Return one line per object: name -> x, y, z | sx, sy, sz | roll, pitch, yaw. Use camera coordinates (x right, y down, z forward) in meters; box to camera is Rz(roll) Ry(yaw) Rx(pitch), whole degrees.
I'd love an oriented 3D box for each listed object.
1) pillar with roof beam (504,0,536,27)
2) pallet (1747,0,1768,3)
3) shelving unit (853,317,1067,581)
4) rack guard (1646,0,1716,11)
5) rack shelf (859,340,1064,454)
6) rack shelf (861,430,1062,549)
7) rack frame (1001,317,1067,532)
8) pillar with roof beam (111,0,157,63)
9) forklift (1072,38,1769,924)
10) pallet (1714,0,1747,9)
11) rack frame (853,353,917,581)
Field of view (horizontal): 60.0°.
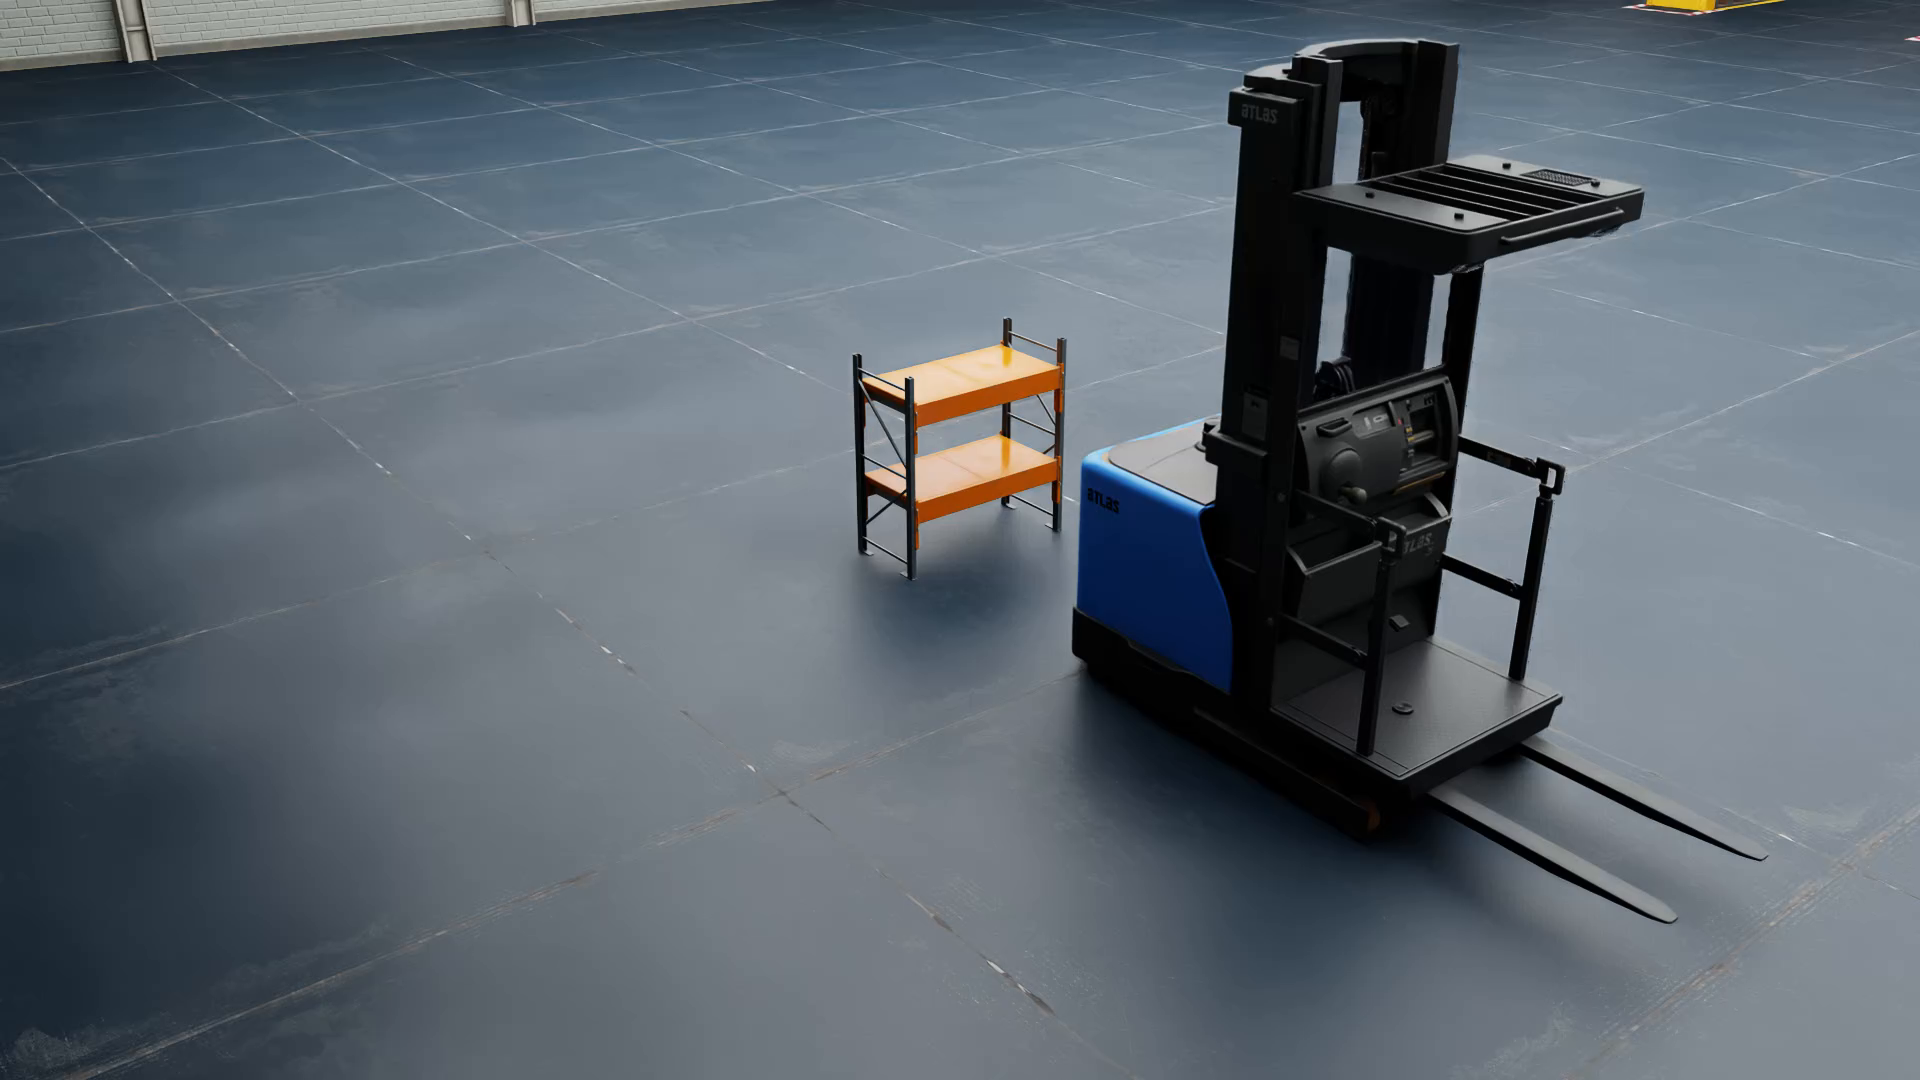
pillar with roof beam -> -4.691, -11.281, 22.868 | 0.400, 9.000, 9.100 | -18, 31, -34
pallet -> 14.546, -10.206, 30.991 | 1.213, 0.211, 1.003 | -18, 31, -34
shelving unit -> 0.005, -0.512, 9.017 | 1.048, 1.125, 0.538 | -18, 31, -34
rack guard -> 12.944, -9.813, 29.800 | 0.348, 0.500, 1.175 | -18, 31, -34
rack shelf -> 0.005, -0.777, 8.894 | 1.000, 0.278, 0.538 | -18, 31, -34
rack shelf -> 0.005, -0.290, 9.120 | 1.000, 0.278, 0.538 | -18, 31, -34
rack frame -> 0.405, -0.644, 9.302 | 0.032, 1.125, 0.500 | -18, 31, -34
pillar with roof beam -> -9.412, -9.723, 19.510 | 0.400, 9.000, 9.100 | -18, 31, -34
forklift -> 1.829, -0.375, 6.576 | 1.130, 2.935, 3.031 | -18, 30, -34
pallet -> 13.587, -9.891, 30.312 | 1.213, 0.211, 1.003 | -18, 31, -34
rack frame -> -0.395, -0.380, 8.732 | 0.032, 1.125, 0.500 | -18, 31, -34
